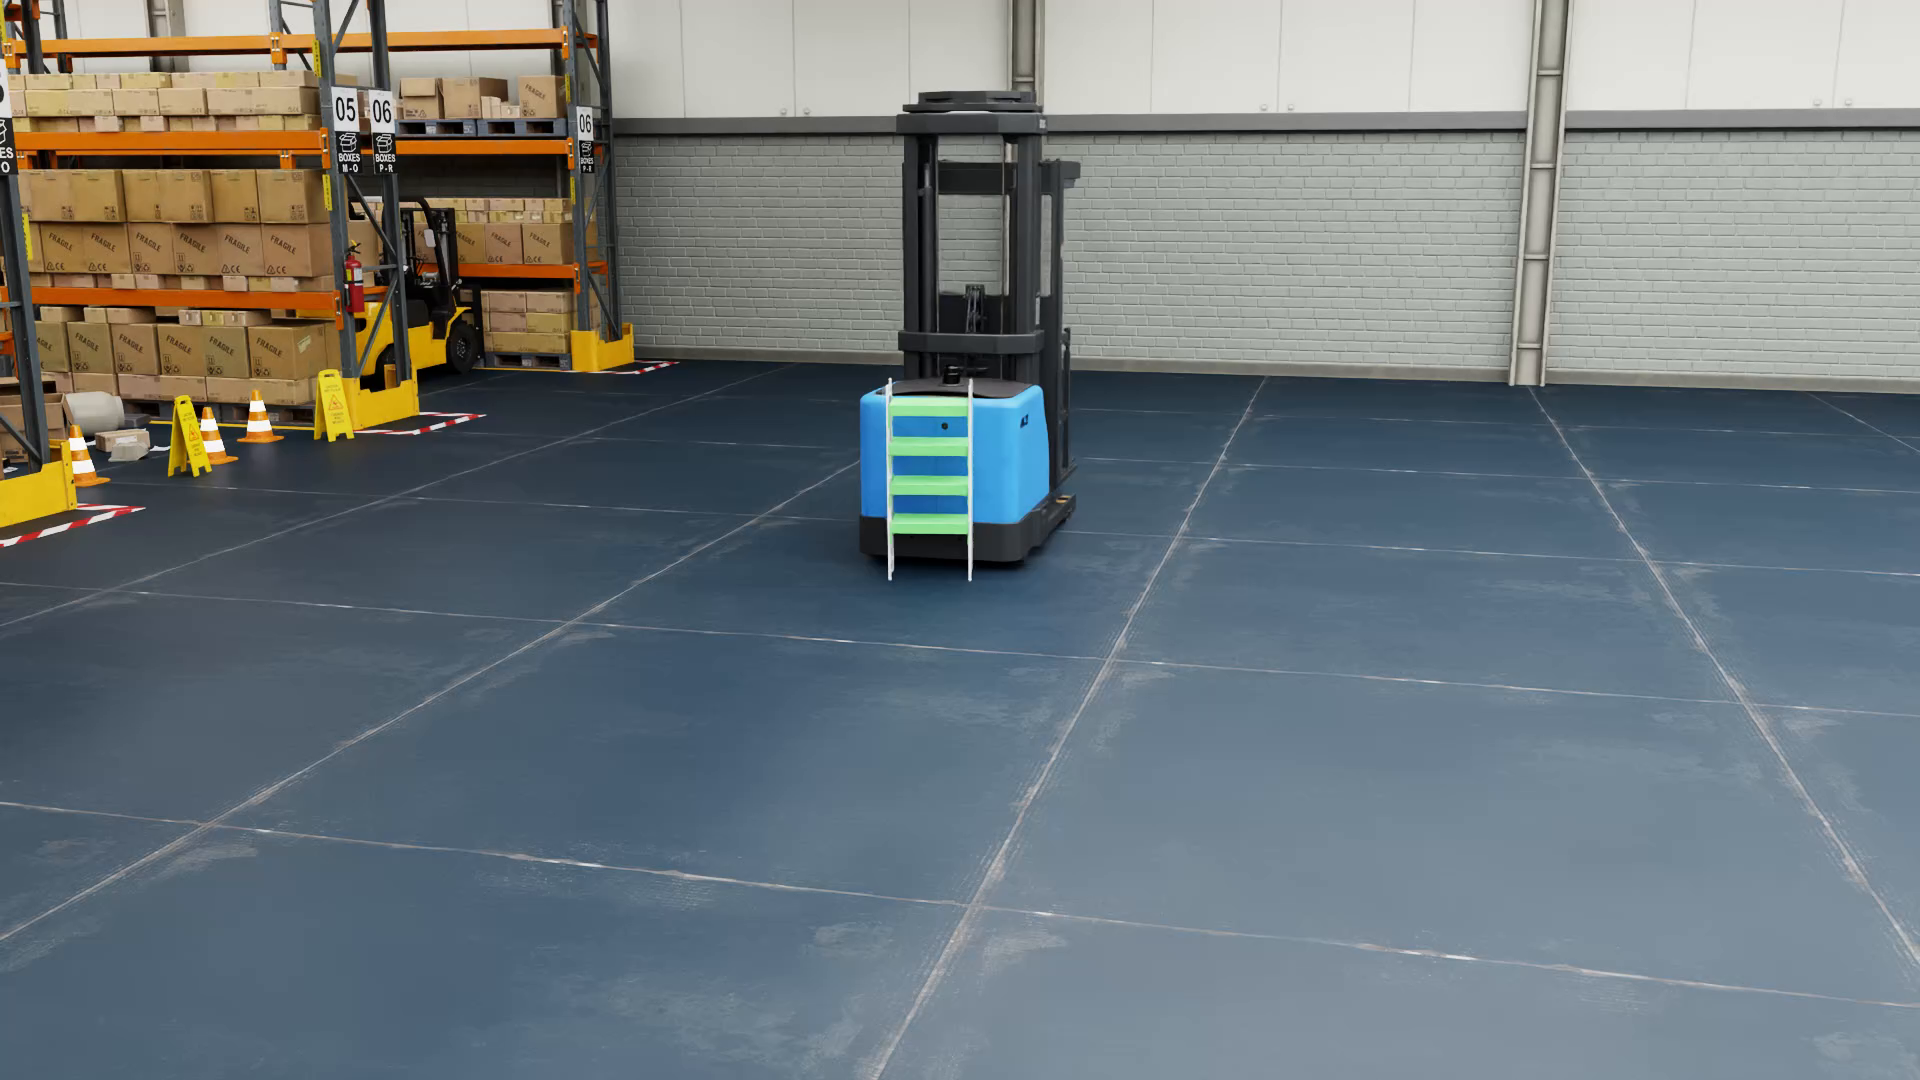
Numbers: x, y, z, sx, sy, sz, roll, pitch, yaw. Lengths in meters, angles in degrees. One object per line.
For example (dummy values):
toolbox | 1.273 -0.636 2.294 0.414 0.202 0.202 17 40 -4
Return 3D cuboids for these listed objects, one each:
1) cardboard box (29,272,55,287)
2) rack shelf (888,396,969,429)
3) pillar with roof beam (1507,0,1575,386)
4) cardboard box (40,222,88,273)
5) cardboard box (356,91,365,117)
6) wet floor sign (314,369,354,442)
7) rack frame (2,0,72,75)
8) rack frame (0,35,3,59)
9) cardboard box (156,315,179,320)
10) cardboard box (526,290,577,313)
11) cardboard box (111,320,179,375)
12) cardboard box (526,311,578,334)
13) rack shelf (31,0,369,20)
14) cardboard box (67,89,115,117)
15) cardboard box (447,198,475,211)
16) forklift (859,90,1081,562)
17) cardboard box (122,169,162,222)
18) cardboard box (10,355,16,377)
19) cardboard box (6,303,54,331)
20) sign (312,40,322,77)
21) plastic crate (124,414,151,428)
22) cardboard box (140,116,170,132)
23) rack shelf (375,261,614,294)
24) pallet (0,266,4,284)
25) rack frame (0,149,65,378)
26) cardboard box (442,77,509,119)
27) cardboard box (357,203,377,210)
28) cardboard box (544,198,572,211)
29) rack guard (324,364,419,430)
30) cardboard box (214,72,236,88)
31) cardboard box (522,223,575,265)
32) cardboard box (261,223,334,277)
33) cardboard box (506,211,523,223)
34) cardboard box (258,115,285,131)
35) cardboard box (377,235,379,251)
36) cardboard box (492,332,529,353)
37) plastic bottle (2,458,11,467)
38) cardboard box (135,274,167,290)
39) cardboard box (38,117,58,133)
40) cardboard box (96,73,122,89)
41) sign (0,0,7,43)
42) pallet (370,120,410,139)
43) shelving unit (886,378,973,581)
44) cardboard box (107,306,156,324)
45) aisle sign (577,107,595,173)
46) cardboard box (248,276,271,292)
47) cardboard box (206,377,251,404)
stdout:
cardboard box | -9.153 -2.640 16.789 0.250 0.149 0.380 3 13 15
rack shelf | -0.181 -0.764 9.963 0.480 0.148 0.258 1 15 3
pillar with roof beam | 5.589 -5.312 14.399 0.400 9.000 9.100 3 13 14
cardboard box | -8.786 -2.940 16.643 0.500 0.500 0.500 3 13 13
cardboard box | -6.180 -4.260 16.243 0.500 0.250 0.500 3 13 13
wet floor sign | -5.828 -1.257 15.410 0.232 0.644 0.267 8 15 33
rack frame | -12.337 -7.029 22.140 0.127 3.000 1.000 3 13 14
rack frame | -6.844 -4.524 10.848 0.127 3.000 1.000 3 13 14
cardboard box | -8.011 -2.051 17.200 0.500 0.500 0.500 4 13 17
cardboard box | -5.092 -2.994 20.875 0.500 0.250 0.500 4 13 15
cardboard box | -8.106 -1.938 16.689 0.500 0.500 0.500 4 13 16
cardboard box | -5.118 -2.752 20.935 0.500 0.250 0.500 3 13 13
rack shelf | -7.697 -5.321 16.110 4.000 0.370 1.077 3 13 14
cardboard box | -8.292 -4.251 16.204 0.500 0.250 0.500 3 13 14
cardboard box | -6.232 -4.215 20.893 0.250 0.149 0.380 3 13 15
forklift | 0.215 -1.566 11.525 1.130 2.935 3.031 3 13 14
cardboard box | -7.764 -3.392 16.370 0.500 0.500 0.700 3 13 13
cardboard box | -10.149 -1.798 17.508 0.625 0.372 0.950 3 13 14
cardboard box | -12.799 -3.062 22.911 0.500 0.500 0.500 3 13 15
sign | -5.908 -4.422 15.271 0.005 0.325 0.100 3 13 14
plastic crate | -8.311 -1.170 16.321 0.583 0.080 0.402 -1 13 -6
cardboard box | -7.671 -4.013 16.051 0.250 0.149 0.380 3 13 13
rack shelf | -6.512 -3.438 21.465 4.000 0.370 1.077 3 13 14
pallet | -10.346 -2.825 17.486 1.213 0.211 1.003 3 13 14
rack frame | -9.639 -2.849 17.149 0.127 3.000 1.000 3 13 14
cardboard box | -6.029 -5.498 20.734 0.500 0.500 0.700 3 13 14
cardboard box | -7.465 -4.284 21.201 0.250 0.149 0.380 3 13 15
cardboard box | -4.968 -4.170 20.690 0.250 0.149 0.380 3 13 14
rack guard | -5.830 -1.425 16.502 0.348 0.500 1.175 3 13 14
cardboard box | -6.882 -4.383 15.876 0.250 0.149 0.380 3 13 14
cardboard box | -5.111 -3.704 20.774 0.500 0.500 0.500 3 13 12
cardboard box | -6.349 -2.806 16.036 0.500 0.500 0.500 3 13 13
cardboard box | -5.466 -4.043 20.804 0.250 0.149 0.380 3 13 15
cardboard box | -6.419 -3.949 15.761 0.250 0.149 0.380 3 13 14
cardboard box | -7.576 -3.840 21.386 0.500 0.500 0.500 3 13 15
cardboard box | -5.583 -2.534 21.107 0.500 0.250 0.500 3 13 14
plastic bottle | -8.178 -0.647 14.010 0.283 0.061 0.133 -1 13 -6
cardboard box | -7.919 -2.567 16.458 0.250 0.149 0.380 3 13 13
cardboard box | -8.887 -4.108 16.478 0.250 0.149 0.380 3 13 14
cardboard box | -8.134 -4.439 16.129 0.250 0.149 0.380 3 13 13
sign | -6.705 -3.641 11.594 0.005 0.325 0.100 3 13 14
pallet | -7.619 -5.275 21.364 1.213 0.211 1.003 3 13 14
shelving unit | -0.180 -0.362 10.071 0.503 1.200 0.258 1 15 3
cardboard box | -8.263 -2.248 16.591 0.250 0.149 0.380 4 13 17
aisle sign | -4.577 -4.889 20.344 0.004 0.787 0.394 3 13 14
cardboard box | -6.686 -2.501 16.160 0.250 0.149 0.380 3 13 13
cardboard box | -7.106 -1.518 16.528 0.500 0.250 0.500 3 13 14
